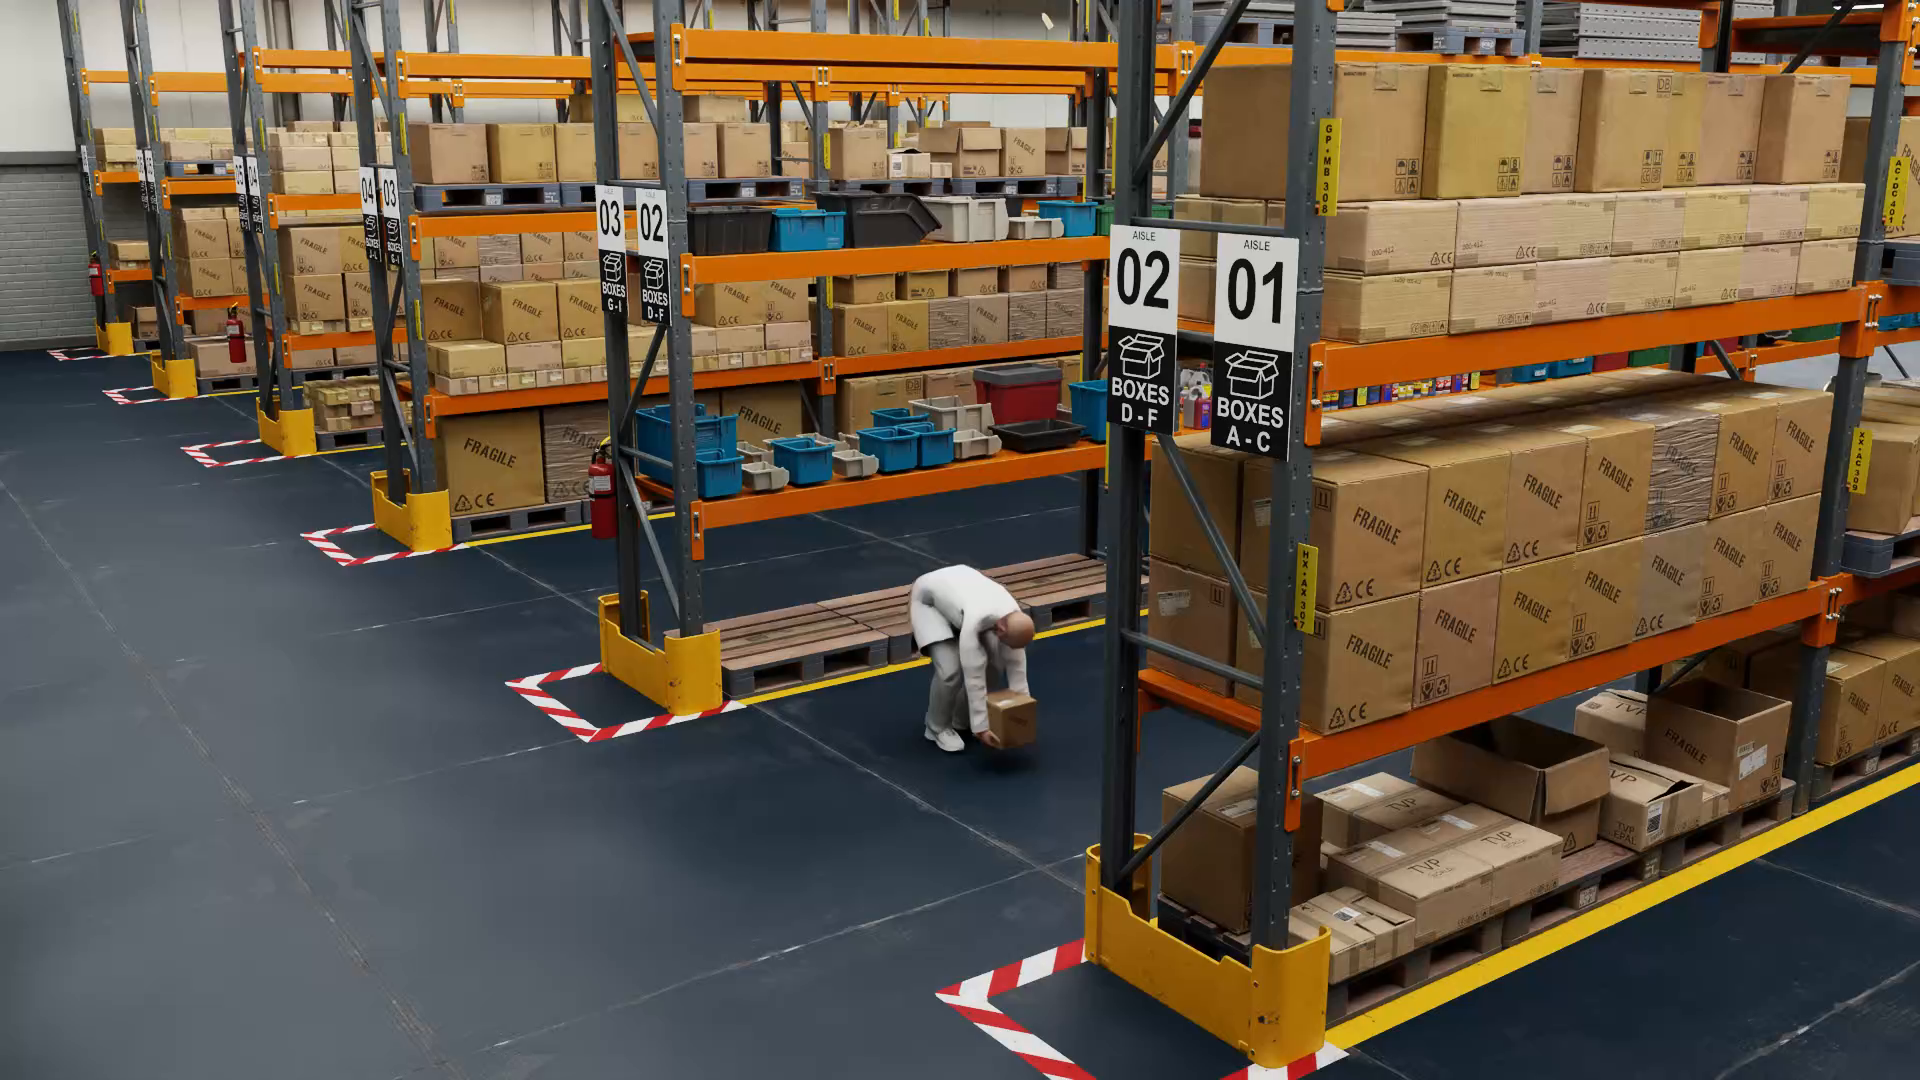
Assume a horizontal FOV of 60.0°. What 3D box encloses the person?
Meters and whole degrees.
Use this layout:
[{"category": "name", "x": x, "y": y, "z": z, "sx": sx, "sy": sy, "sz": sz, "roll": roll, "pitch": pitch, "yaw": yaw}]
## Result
[{"category": "person", "x": 0.078, "y": 0.711, "z": 9.679, "sx": 0.545, "sy": 1.065, "sz": 0.947, "roll": -11, "pitch": 18, "yaw": -37}]
